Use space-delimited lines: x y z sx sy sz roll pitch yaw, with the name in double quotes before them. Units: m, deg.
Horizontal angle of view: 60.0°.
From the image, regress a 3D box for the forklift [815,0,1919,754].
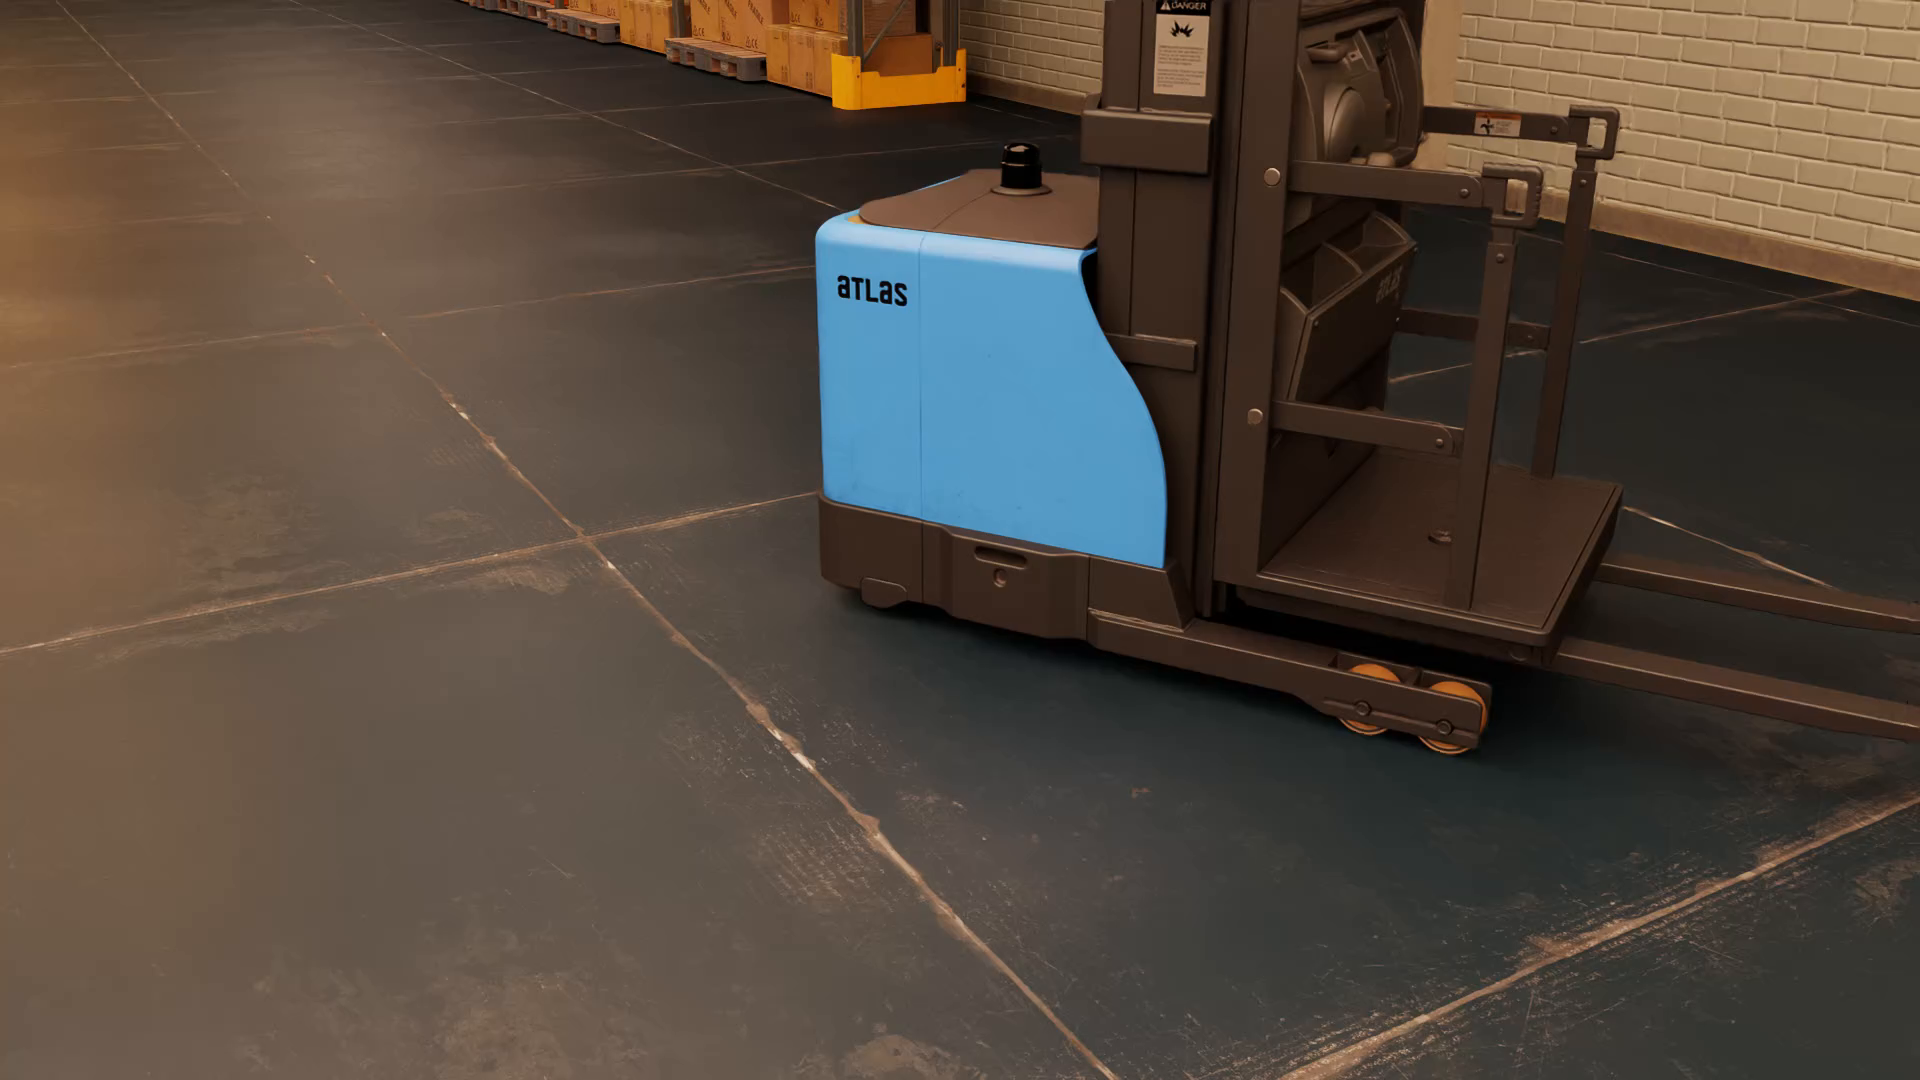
"forklift" 1.146 -1.083 3.914 3.031 2.935 1.130 12 25 26
